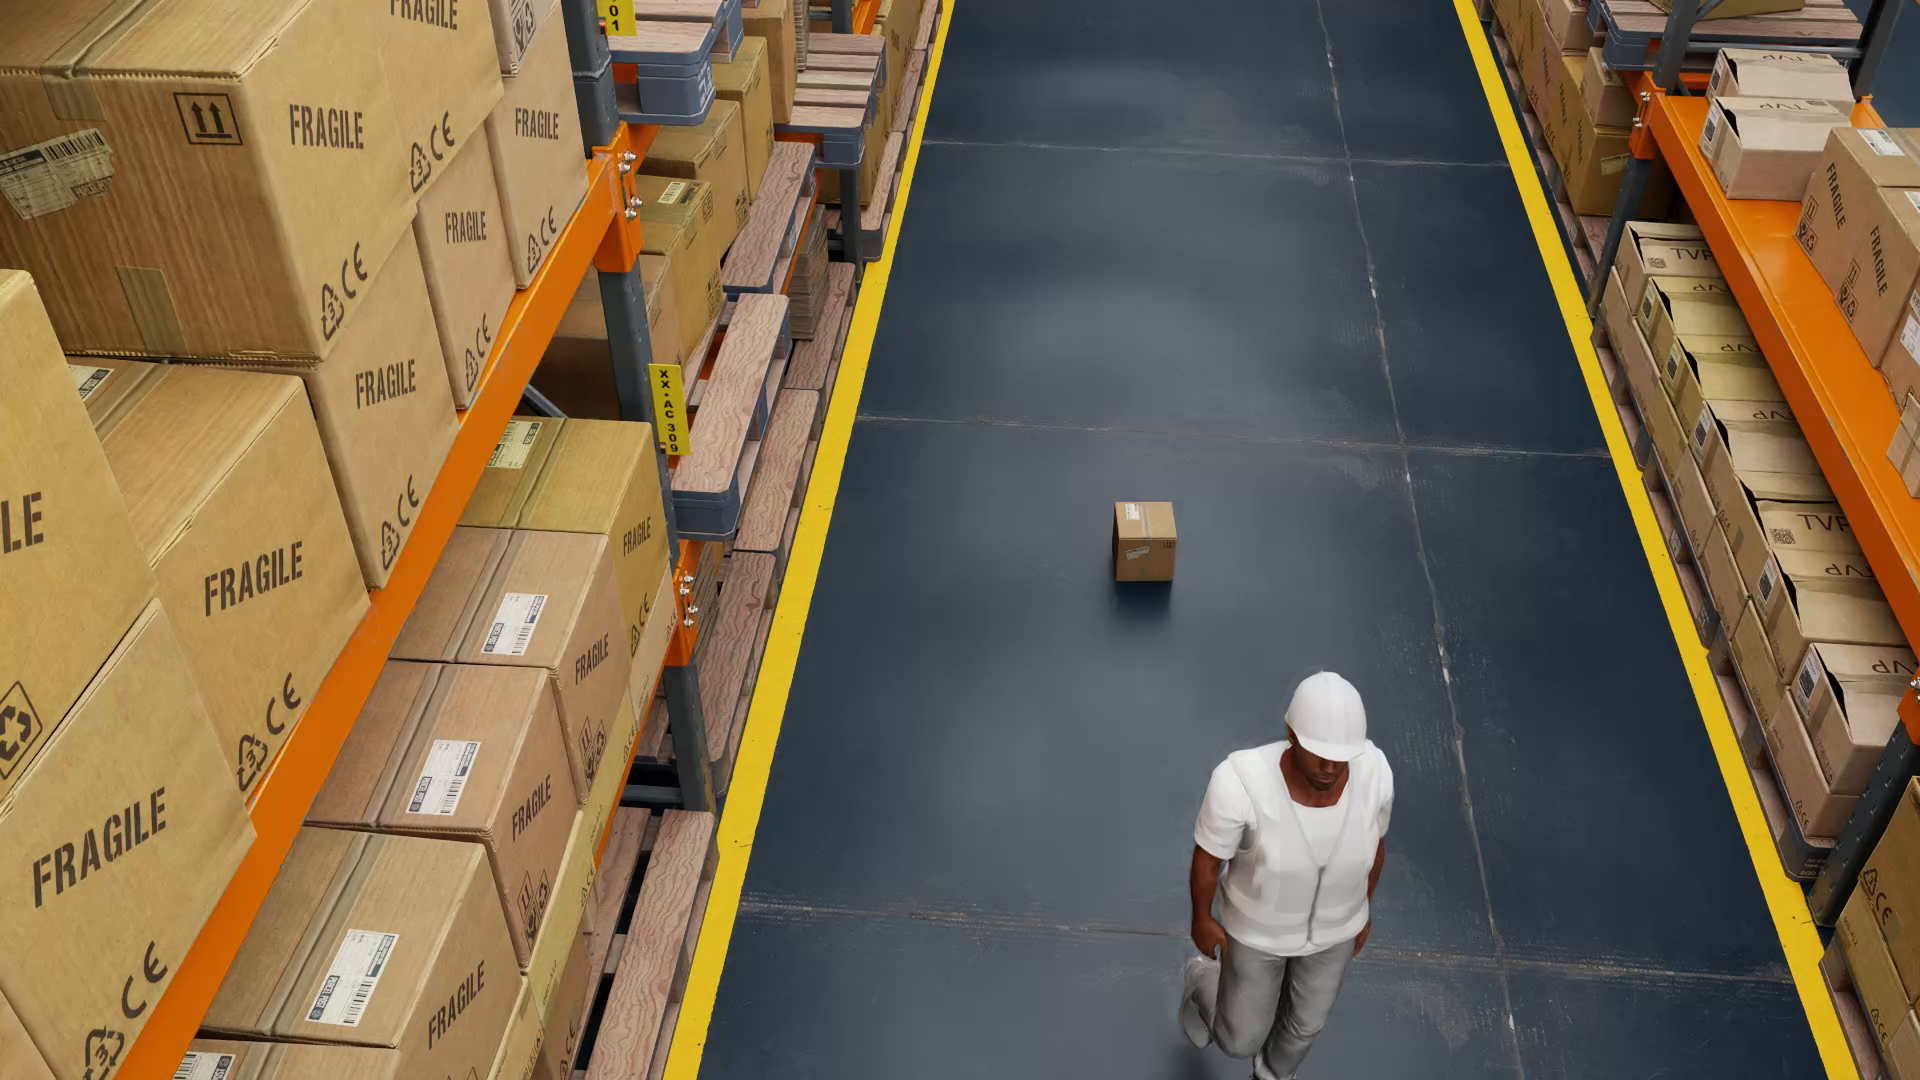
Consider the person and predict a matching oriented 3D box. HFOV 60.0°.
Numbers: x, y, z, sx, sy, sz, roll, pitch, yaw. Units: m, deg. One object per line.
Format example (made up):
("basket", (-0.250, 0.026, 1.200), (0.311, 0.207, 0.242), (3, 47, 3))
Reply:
("person", (0.937, 1.063, 4.831), (0.569, 1.757, 0.590), (-6, 40, -7))
